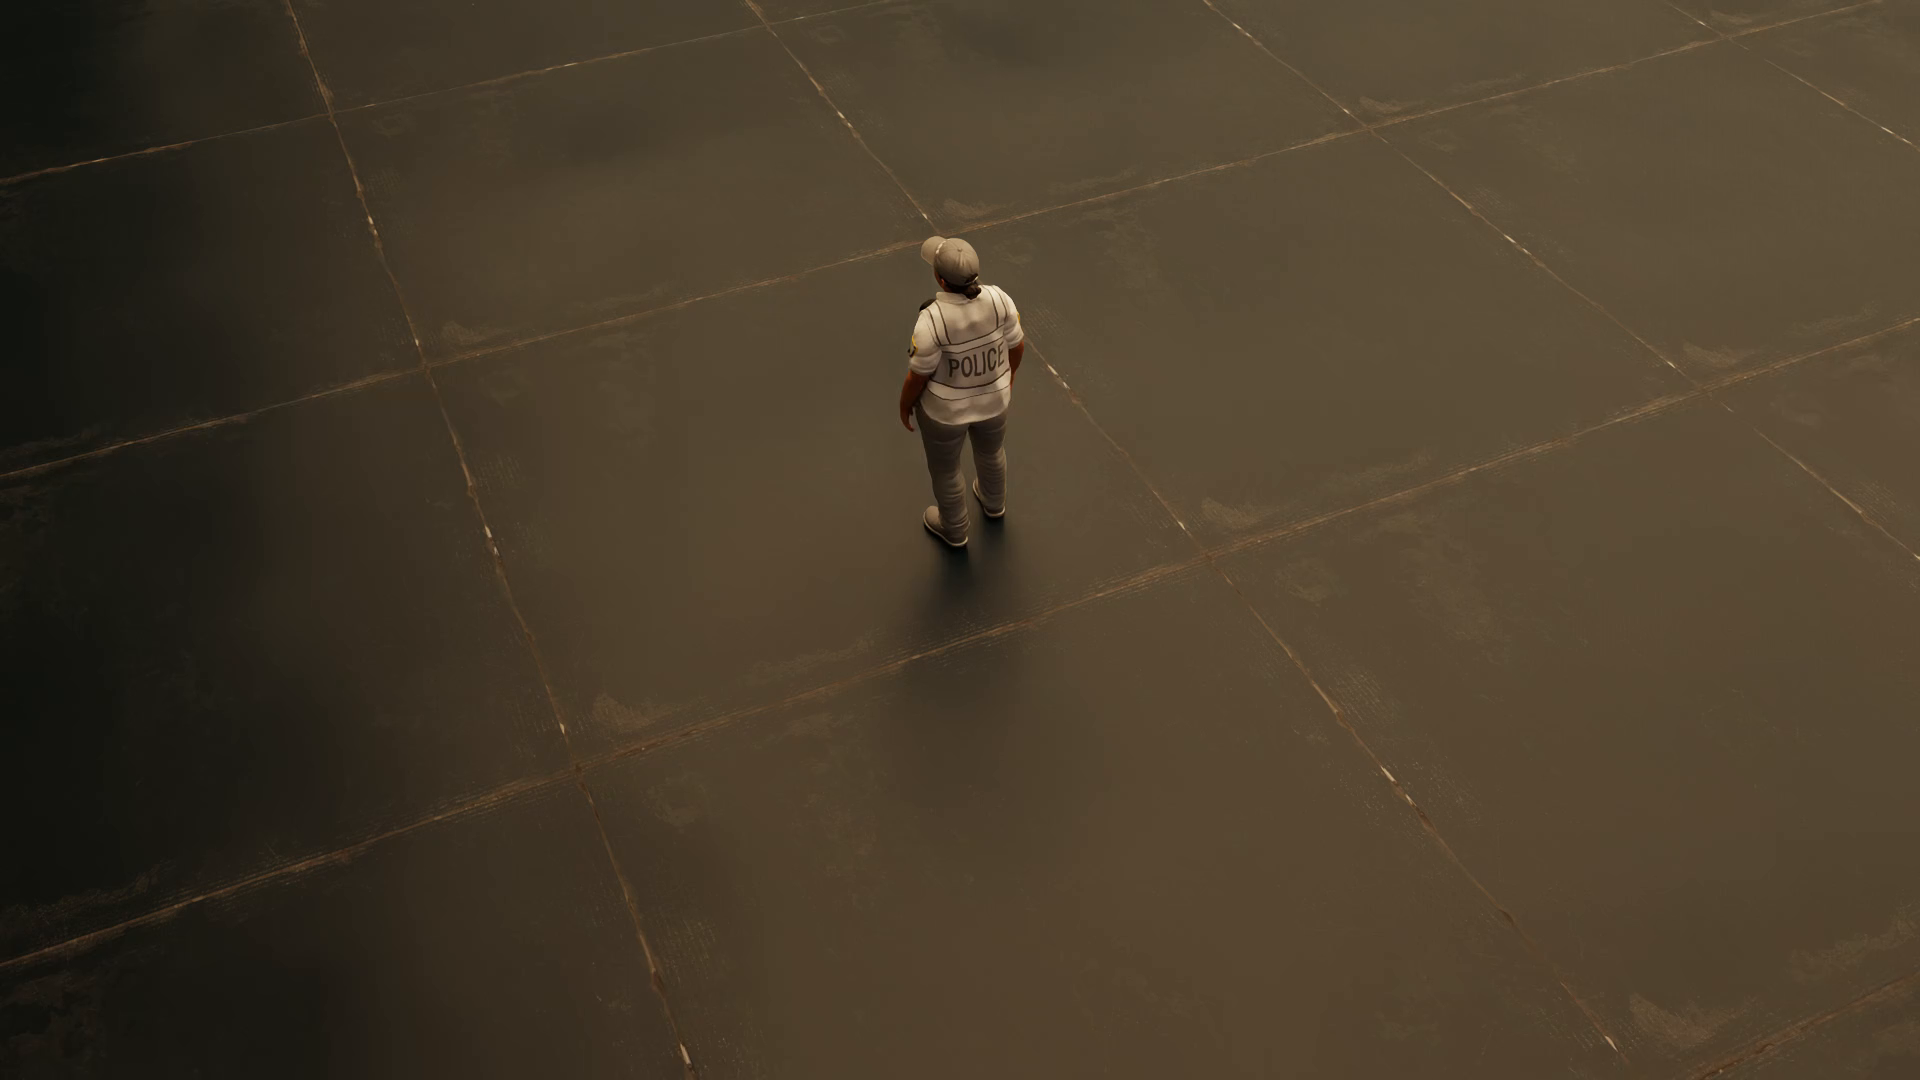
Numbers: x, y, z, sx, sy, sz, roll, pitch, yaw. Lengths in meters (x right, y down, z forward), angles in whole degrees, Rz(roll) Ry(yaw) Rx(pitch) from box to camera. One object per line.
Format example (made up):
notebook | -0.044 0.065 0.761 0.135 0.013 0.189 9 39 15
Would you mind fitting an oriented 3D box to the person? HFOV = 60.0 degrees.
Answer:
person | -0.011 -0.668 7.313 0.598 1.670 0.529 -18 46 -18
